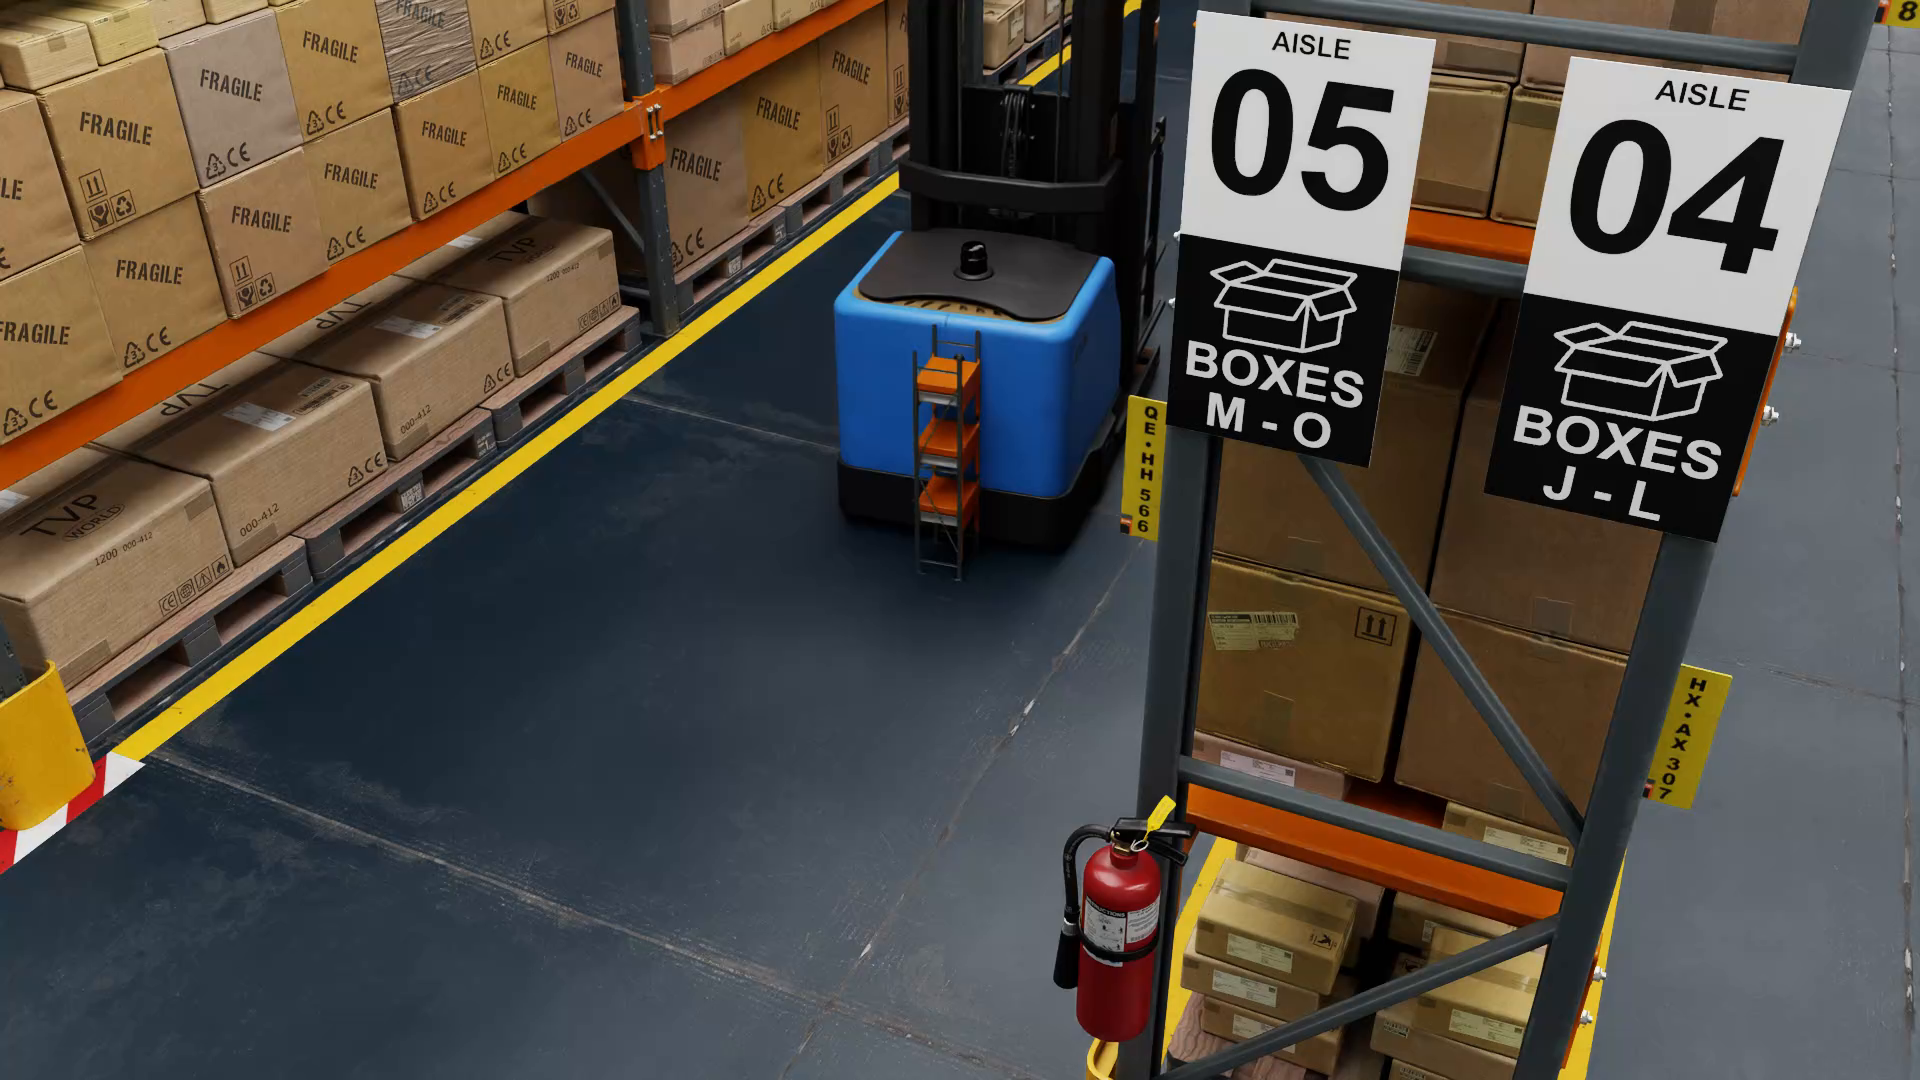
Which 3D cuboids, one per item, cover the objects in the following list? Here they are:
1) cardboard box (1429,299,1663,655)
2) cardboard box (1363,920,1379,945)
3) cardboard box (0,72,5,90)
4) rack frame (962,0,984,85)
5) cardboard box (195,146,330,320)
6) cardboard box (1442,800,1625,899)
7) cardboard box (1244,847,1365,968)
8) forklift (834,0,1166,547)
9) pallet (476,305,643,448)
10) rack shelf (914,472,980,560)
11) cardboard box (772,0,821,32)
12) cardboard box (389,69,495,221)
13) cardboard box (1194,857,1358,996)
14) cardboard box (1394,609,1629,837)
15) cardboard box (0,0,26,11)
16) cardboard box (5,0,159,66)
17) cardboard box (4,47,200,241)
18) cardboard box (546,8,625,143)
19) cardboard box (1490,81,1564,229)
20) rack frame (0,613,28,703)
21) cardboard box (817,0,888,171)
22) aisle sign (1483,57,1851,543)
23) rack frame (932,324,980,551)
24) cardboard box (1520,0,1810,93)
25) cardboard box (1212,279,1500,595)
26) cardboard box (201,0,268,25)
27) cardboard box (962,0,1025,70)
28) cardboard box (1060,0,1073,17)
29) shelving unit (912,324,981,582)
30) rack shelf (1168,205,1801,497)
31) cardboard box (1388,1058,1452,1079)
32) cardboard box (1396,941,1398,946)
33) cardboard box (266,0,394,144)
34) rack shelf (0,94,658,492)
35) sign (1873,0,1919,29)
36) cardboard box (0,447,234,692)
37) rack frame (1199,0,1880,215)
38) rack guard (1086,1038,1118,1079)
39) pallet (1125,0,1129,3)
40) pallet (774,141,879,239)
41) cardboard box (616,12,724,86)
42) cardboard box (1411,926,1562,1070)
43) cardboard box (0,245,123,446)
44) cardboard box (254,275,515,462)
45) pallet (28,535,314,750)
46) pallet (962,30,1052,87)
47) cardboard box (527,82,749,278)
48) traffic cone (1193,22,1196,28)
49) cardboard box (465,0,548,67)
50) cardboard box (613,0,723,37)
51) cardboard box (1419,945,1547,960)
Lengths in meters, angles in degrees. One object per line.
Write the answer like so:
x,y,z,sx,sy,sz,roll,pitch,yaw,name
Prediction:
1.307,-0.134,3.445,0.500,0.500,0.500,14,36,20,cardboard box
1.113,1.056,5.121,0.380,0.149,0.250,14,36,20,cardboard box
-3.216,-1.464,5.152,0.380,0.149,0.250,15,36,22,cardboard box
-0.314,-4.457,11.312,1.000,3.000,0.127,14,36,20,rack frame
-2.784,-1.195,6.246,0.500,0.500,0.500,14,36,20,cardboard box
1.311,0.632,3.780,0.380,0.149,0.250,14,36,20,cardboard box
0.997,1.059,4.846,0.380,0.149,0.250,13,36,19,cardboard box
0.390,-2.000,7.628,1.130,2.935,3.031,10,34,14,forklift
-2.376,-0.938,8.488,1.003,0.211,1.213,14,36,20,pallet
-0.052,-0.103,6.976,0.215,0.259,0.240,10,34,14,rack shelf
-1.119,-3.070,9.334,0.500,0.250,0.500,14,36,20,cardboard box
-2.356,-1.706,7.025,0.500,0.500,0.500,14,36,20,cardboard box
0.869,1.059,4.574,0.380,0.149,0.250,15,36,21,cardboard box
1.316,0.286,3.715,0.500,0.500,0.500,16,36,23,cardboard box
-3.434,-1.824,5.702,0.380,0.149,0.250,15,36,22,cardboard box
-2.909,-1.702,5.516,0.380,0.149,0.250,13,35,19,cardboard box
-2.991,-1.365,5.593,0.500,0.500,0.500,13,35,19,cardboard box
-1.949,-2.217,7.804,0.500,0.500,0.500,15,36,21,cardboard box
1.298,-0.744,3.050,0.500,0.250,0.500,15,36,22,cardboard box
-3.661,-0.473,5.235,1.000,3.000,0.127,14,36,20,rack frame
-1.055,-2.976,10.607,0.875,0.875,0.875,15,36,21,cardboard box
1.120,-0.369,2.707,0.394,0.787,0.004,14,36,20,aisle sign
-0.016,-0.408,6.915,0.200,1.050,0.008,10,34,14,rack frame
1.301,-0.952,2.912,0.500,0.250,0.500,15,36,21,cardboard box
0.843,-0.257,3.632,0.500,0.500,0.500,13,36,20,cardboard box
-2.705,-1.960,5.909,0.380,0.149,0.250,15,36,21,cardboard box
-0.068,-3.813,12.343,0.950,0.372,0.625,12,35,17,cardboard box
0.556,-4.558,13.480,0.950,0.372,0.625,15,36,22,cardboard box
-0.052,-0.345,6.818,0.215,1.050,0.252,10,34,14,shelving unit
1.714,-1.337,4.474,1.077,0.370,4.000,14,36,20,rack shelf
1.388,1.442,4.533,0.380,0.149,0.250,15,36,21,cardboard box
1.520,1.167,4.951,0.380,0.149,0.250,15,36,21,cardboard box
-2.575,-1.872,6.366,0.500,0.500,0.500,14,36,21,cardboard box
-2.824,-1.168,6.952,1.077,0.370,4.000,14,36,20,rack shelf
1.371,-0.883,2.328,0.100,0.325,0.005,14,36,20,sign
-3.475,0.072,6.359,0.875,0.438,0.875,13,35,19,cardboard box
0.878,-1.896,1.935,1.000,3.000,0.127,14,36,20,rack frame
0.909,1.620,4.323,1.175,0.500,0.348,14,36,20,rack guard
1.035,-4.895,14.523,1.003,0.211,1.213,14,36,20,pallet
-1.224,-2.310,10.580,1.003,0.211,1.213,14,36,20,pallet
-1.563,-2.561,8.556,0.500,0.250,0.500,13,36,19,cardboard box
1.405,1.197,4.363,0.380,0.149,0.250,13,35,18,cardboard box
-3.199,-0.688,5.472,0.500,0.500,0.500,14,36,20,cardboard box
-2.721,-0.835,7.741,0.875,0.438,0.875,13,35,19,cardboard box
-3.397,0.277,6.635,1.003,0.211,1.213,14,36,20,pallet
0.015,-3.680,12.669,1.003,0.211,1.213,14,36,20,pallet
-1.800,-2.079,9.240,0.875,0.875,0.875,15,36,22,cardboard box
2.113,-4.449,13.614,0.336,0.463,0.334,14,36,20,traffic cone
-2.153,-2.375,7.134,0.500,0.500,0.500,14,36,20,cardboard box
-1.547,-2.766,8.413,0.500,0.250,0.500,13,35,19,cardboard box
1.496,1.179,4.661,0.380,0.149,0.250,14,36,20,cardboard box
